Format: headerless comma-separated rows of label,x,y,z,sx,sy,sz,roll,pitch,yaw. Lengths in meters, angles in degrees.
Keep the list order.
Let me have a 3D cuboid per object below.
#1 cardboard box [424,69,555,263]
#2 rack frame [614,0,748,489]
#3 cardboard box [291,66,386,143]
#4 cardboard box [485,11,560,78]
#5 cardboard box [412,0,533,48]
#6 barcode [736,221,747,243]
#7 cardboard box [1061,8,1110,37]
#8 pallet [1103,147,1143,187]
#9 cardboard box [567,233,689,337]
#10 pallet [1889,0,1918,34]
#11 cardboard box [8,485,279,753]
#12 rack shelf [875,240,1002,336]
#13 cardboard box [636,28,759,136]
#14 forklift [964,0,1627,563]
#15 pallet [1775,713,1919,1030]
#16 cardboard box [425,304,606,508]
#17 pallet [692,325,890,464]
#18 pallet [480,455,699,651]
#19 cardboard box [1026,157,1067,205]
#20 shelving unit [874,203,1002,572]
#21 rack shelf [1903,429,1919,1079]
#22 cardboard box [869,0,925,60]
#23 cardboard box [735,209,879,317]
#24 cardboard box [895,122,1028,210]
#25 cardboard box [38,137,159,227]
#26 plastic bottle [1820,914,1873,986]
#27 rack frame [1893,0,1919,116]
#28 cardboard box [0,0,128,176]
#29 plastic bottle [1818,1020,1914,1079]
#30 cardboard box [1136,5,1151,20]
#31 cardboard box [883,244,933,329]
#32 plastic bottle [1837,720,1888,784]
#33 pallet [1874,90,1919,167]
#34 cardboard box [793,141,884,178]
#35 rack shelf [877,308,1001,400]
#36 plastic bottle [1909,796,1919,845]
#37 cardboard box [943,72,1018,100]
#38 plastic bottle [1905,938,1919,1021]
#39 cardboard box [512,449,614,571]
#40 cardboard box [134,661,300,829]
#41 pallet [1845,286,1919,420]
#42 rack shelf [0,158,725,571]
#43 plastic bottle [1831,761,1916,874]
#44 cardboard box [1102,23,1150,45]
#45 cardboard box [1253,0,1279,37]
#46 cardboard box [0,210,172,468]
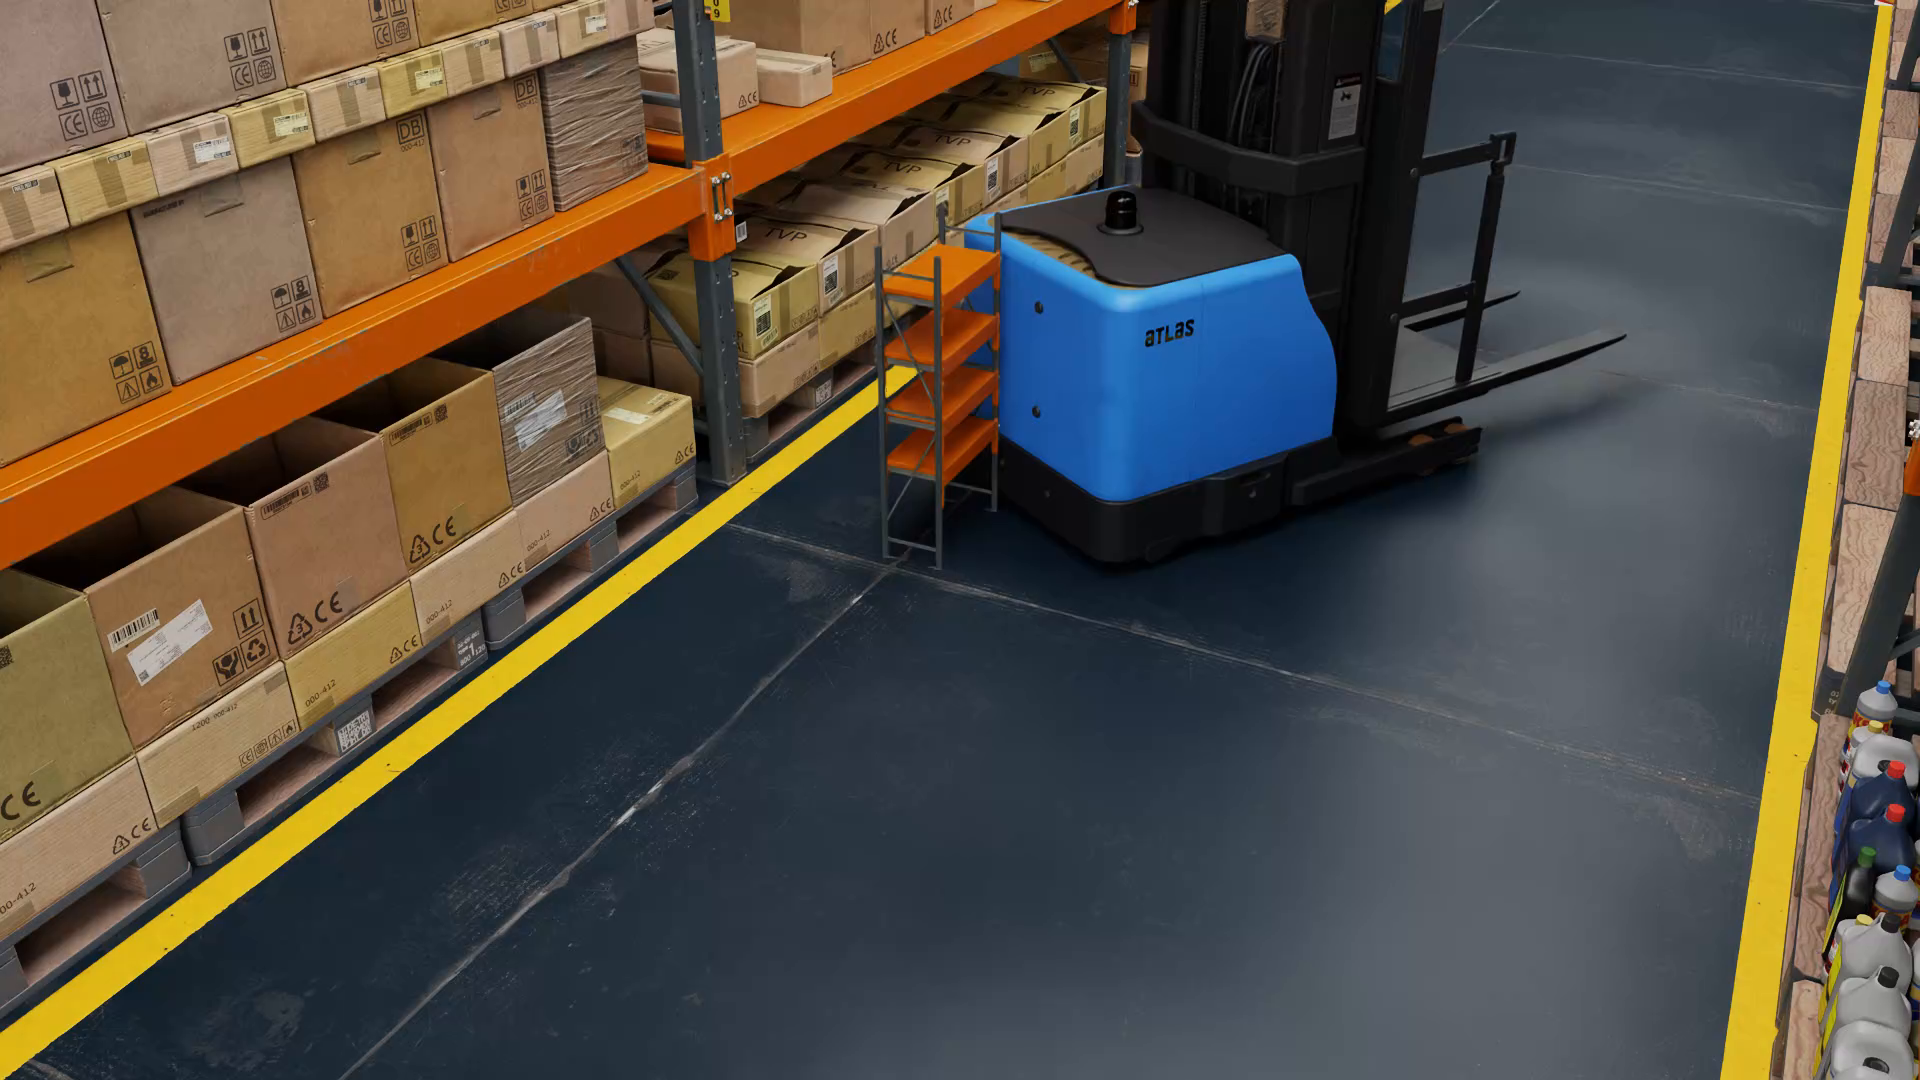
cardboard box,-1.761,-1.256,5.325,0.700,0.500,0.500,14,33,23
rack frame,-1.330,-1.646,6.104,1.000,3.000,0.127,14,33,23
cardboard box,-1.842,-1.239,4.644,0.380,0.149,0.250,15,33,25
cardboard box,-1.494,-1.576,5.230,0.380,0.149,0.250,13,32,22
cardboard box,-1.755,-1.830,5.021,0.700,0.500,0.500,14,33,23
barcode,-0.843,-1.188,6.411,0.001,0.075,0.075,14,33,23
cardboard box,0.732,-3.345,10.378,0.500,0.250,0.500,16,33,25
pallet,0.866,-2.532,10.448,1.003,0.211,1.213,14,33,23
cardboard box,-1.400,-1.124,6.971,0.500,0.311,0.500,14,33,23
pallet,8.135,-4.274,13.481,1.003,0.211,1.213,14,33,23
cardboard box,-2.267,0.178,4.514,0.500,0.500,0.500,14,33,23
rack shelf,-0.070,-0.883,5.794,0.258,0.148,0.480,13,32,22
cardboard box,-1.144,-1.809,6.539,0.500,0.250,0.500,17,34,26
forklift,1.518,-1.732,6.323,3.031,2.935,1.130,-18,34,-28
pallet,2.735,0.977,4.337,1.003,0.211,1.213,14,33,23
cardboard box,-1.584,-0.487,5.672,0.500,0.500,0.500,14,33,23
pallet,-1.029,-0.772,7.383,1.003,0.211,1.213,14,33,23
pallet,-1.729,-0.094,6.201,1.003,0.211,1.213,14,33,23
cardboard box,0.238,-1.891,8.871,0.500,0.250,0.500,14,33,23
shelving unit,-0.070,-0.542,5.990,0.258,1.200,0.503,13,32,22
rack shelf,2.167,0.678,2.780,1.077,0.370,4.000,14,33,23
cardboard box,-0.497,-2.482,7.459,0.500,0.500,0.500,14,33,23
cardboard box,-0.687,-1.226,7.150,0.500,0.311,0.500,14,33,23
cardboard box,0.010,-1.909,8.339,0.500,0.311,0.500,14,33,23
cardboard box,-2.196,-0.894,4.043,0.380,0.149,0.250,14,33,23
plastic bottle,2.105,0.970,3.918,0.097,0.201,0.097,0,30,0
rack frame,6.723,-4.067,10.320,1.000,3.000,0.127,14,33,23
cardboard box,-2.440,-1.164,3.862,0.700,0.500,0.500,14,33,23
plastic bottle,1.905,1.162,3.507,0.152,0.276,0.135,13,32,22
cardboard box,0.946,-3.223,10.919,0.500,0.500,0.500,13,32,22
cardboard box,-0.458,-1.215,7.693,0.500,0.250,0.500,13,32,22
plastic bottle,2.497,0.589,4.581,0.097,0.201,0.097,0,30,0
pallet,6.334,-2.525,10.436,1.003,0.211,1.213,14,33,23
cardboard box,-0.707,-1.798,8.146,0.500,0.311,0.500,14,33,23
rack shelf,-0.070,-0.678,5.912,0.258,0.148,0.480,13,32,22
plastic bottle,2.470,0.734,4.179,0.144,0.351,0.185,14,33,23
cardboard box,-0.007,-2.487,9.344,0.500,0.311,0.500,15,33,25
plastic bottle,2.205,1.028,3.741,0.152,0.276,0.135,14,33,23
cardboard box,-1.583,-0.161,5.858,0.500,0.250,0.500,14,33,23
cardboard box,-2.257,0.506,4.696,0.500,0.250,0.500,14,33,23
pallet,4.513,-0.750,7.344,1.003,0.211,1.213,14,33,23
rack shelf,-2.241,-0.447,4.739,1.077,0.370,4.000,14,33,23
plastic bottle,2.341,0.701,4.235,0.144,0.351,0.185,15,33,25
cardboard box,1.188,-2.896,10.350,0.500,0.500,0.500,13,32,22
cardboard box,1.884,-3.576,11.534,0.500,0.500,0.500,15,33,24
cardboard box,-2.461,-0.573,4.135,0.700,0.500,0.500,15,33,24
